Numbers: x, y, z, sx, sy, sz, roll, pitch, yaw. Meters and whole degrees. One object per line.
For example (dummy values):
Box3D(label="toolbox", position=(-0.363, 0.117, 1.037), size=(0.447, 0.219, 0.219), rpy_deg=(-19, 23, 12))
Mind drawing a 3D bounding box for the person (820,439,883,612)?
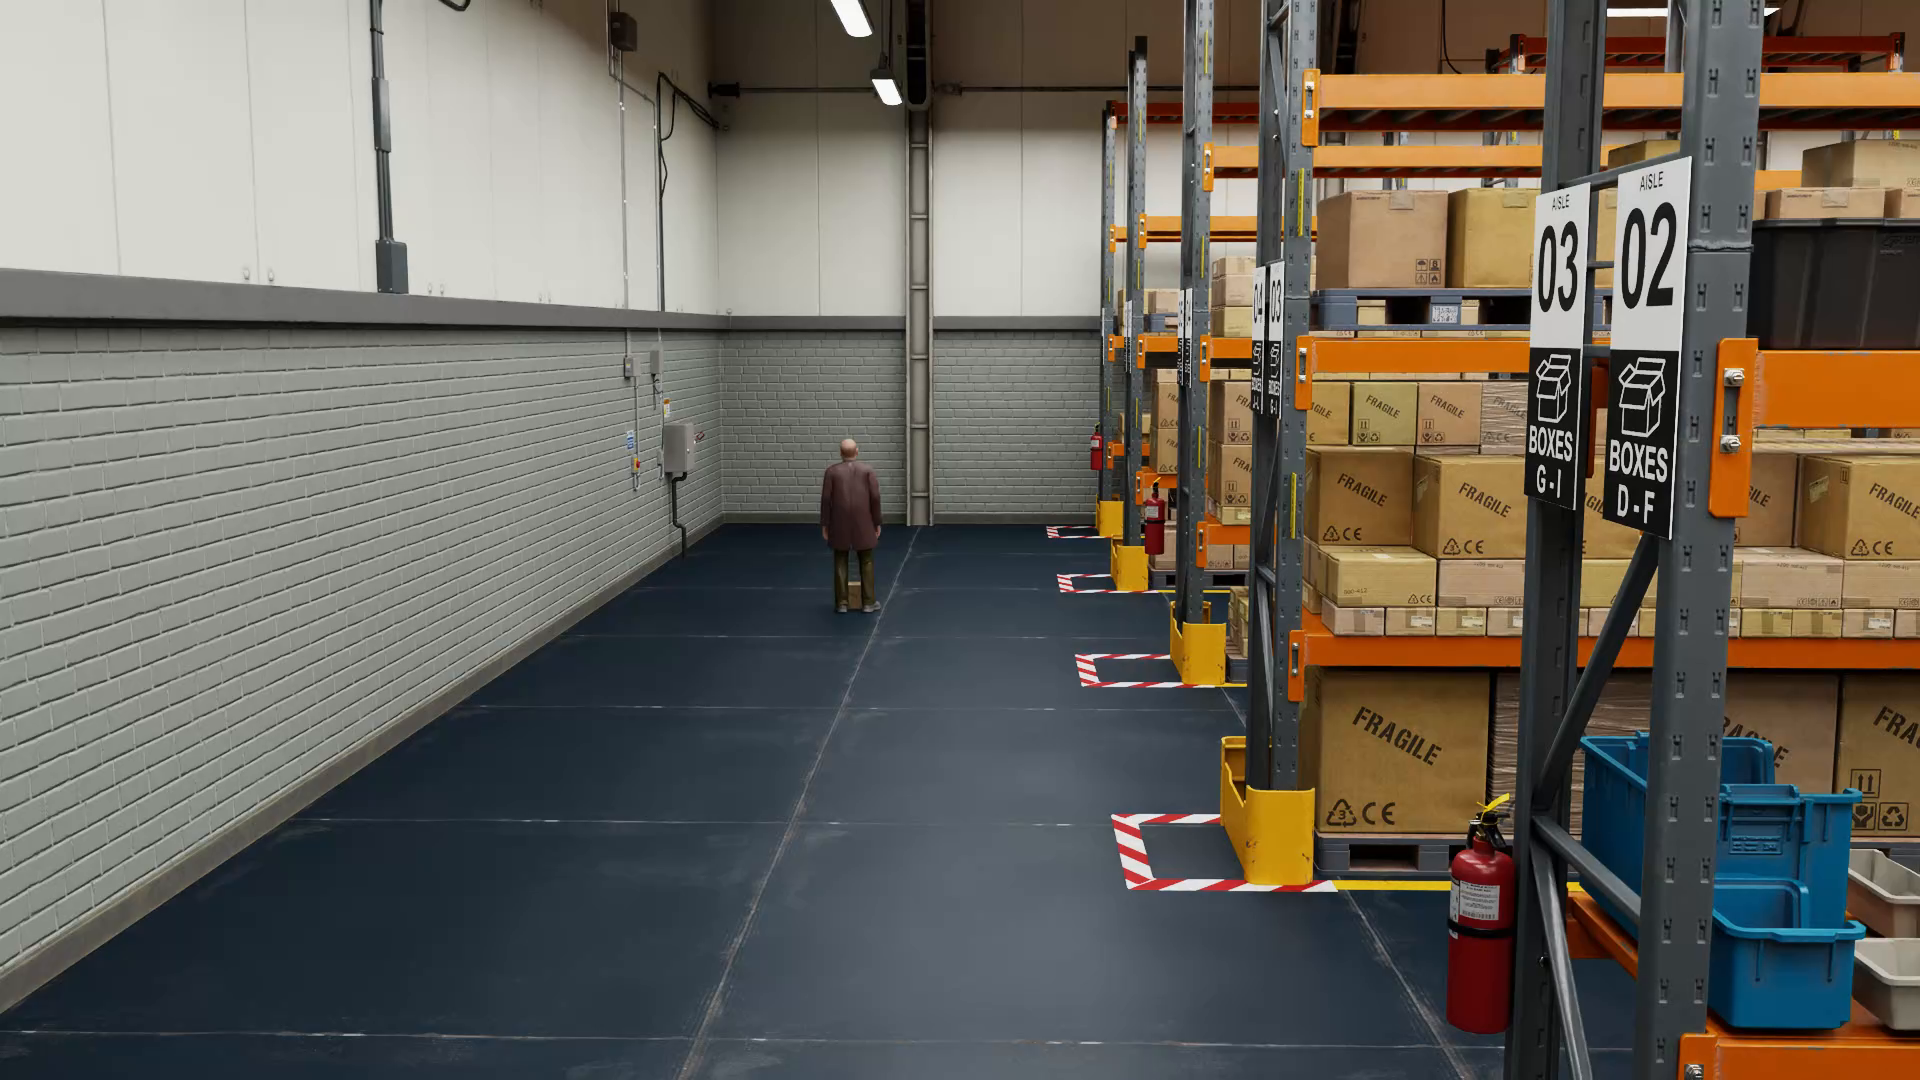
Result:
Box3D(label="person", position=(-1.113, -0.148, 17.021), size=(0.644, 1.772, 0.429), rpy_deg=(0, 7, -2))
